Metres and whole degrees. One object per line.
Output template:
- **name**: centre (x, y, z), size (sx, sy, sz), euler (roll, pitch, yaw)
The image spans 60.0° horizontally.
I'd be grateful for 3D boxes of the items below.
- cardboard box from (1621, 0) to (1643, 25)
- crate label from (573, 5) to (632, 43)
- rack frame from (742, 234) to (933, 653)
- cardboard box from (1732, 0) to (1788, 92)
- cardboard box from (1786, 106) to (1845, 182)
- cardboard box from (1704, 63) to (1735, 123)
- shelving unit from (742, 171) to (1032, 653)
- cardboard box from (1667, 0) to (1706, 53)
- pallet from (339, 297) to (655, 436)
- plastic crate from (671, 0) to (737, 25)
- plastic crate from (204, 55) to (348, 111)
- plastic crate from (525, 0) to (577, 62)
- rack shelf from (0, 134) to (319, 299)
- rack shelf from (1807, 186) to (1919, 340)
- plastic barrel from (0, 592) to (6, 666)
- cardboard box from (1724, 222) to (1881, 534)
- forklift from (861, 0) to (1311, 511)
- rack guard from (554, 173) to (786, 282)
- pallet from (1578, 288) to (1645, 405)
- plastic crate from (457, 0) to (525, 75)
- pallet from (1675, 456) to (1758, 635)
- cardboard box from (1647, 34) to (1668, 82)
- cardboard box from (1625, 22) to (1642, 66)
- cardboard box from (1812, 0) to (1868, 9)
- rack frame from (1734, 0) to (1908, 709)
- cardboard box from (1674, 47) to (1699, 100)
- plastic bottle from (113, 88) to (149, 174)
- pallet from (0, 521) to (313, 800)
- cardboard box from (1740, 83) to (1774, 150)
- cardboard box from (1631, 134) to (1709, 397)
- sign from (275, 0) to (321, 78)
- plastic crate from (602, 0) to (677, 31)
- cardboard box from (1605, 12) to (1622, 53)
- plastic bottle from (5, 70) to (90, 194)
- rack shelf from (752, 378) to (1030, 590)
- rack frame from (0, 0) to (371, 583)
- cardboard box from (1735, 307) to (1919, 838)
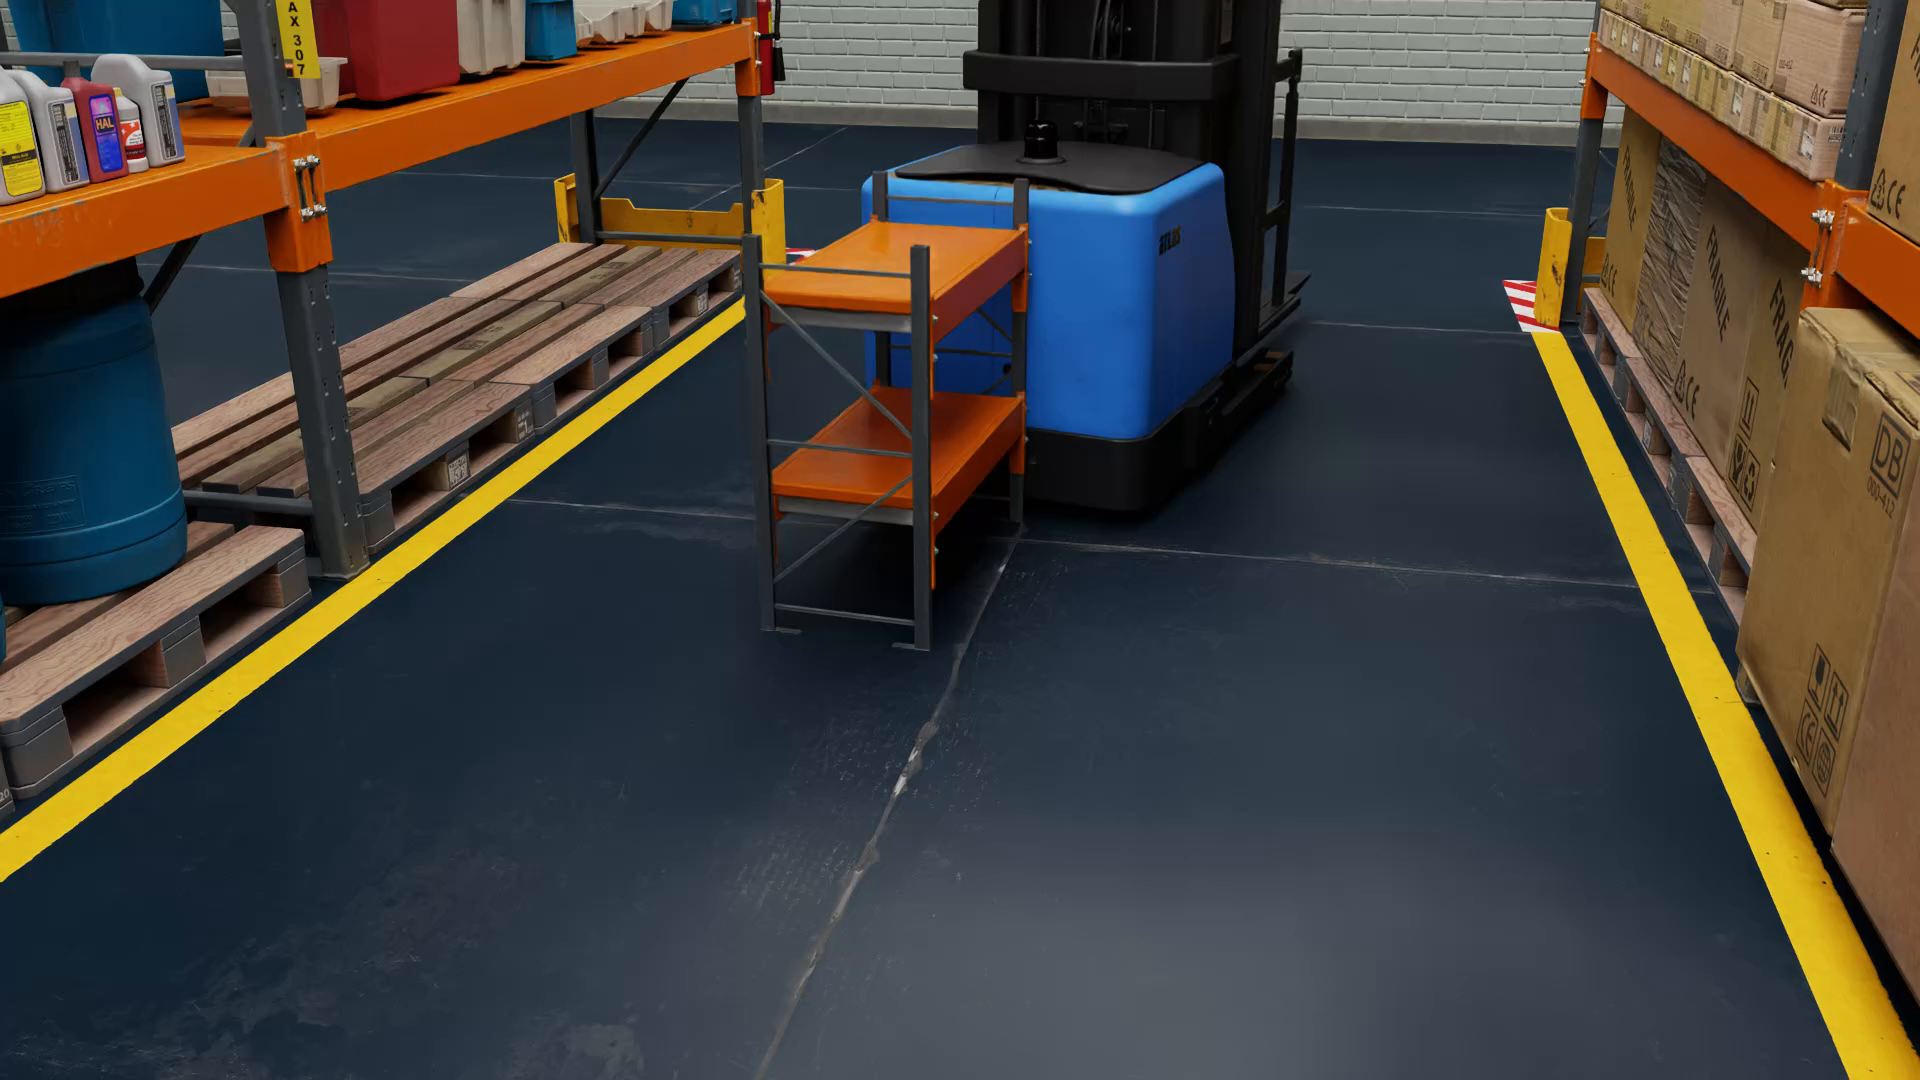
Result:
- **cardboard box**: centre (2.879, -2.131, 6.432), size (0.500, 0.250, 0.500), euler (4, 22, 10)
- **crate label**: centre (-1.603, -2.171, 7.001), size (0.396, 0.136, 0.243), euler (4, 22, 11)
- **rack frame**: centre (-0.320, -0.242, 4.448), size (0.500, 1.125, 0.032), euler (6, 23, 15)
- **cardboard box**: centre (2.461, -1.385, 4.579), size (0.500, 0.250, 0.500), euler (5, 23, 13)
- **cardboard box**: centre (2.266, -0.965, 4.071), size (0.380, 0.149, 0.250), euler (5, 22, 11)
- **cardboard box**: centre (2.476, -1.342, 5.006), size (0.380, 0.149, 0.250), euler (5, 22, 12)
- **shelving unit**: centre (-0.176, -0.424, 4.900), size (0.538, 1.125, 1.048), euler (6, 23, 15)
- **cardboard box**: centre (2.671, -1.756, 5.502), size (0.500, 0.250, 0.500), euler (4, 22, 10)
- **pallet**: centre (-1.965, -0.749, 6.930), size (1.003, 0.211, 1.213), euler (4, 22, 11)
- **plastic crate**: centre (-1.394, -2.693, 7.898), size (0.616, 0.435, 0.499), euler (4, 22, 11)
- **plastic crate**: centre (-2.089, -1.388, 5.057), size (0.396, 0.136, 0.243), euler (4, 22, 11)
- **plastic crate**: centre (-1.676, -1.965, 6.362), size (0.416, 0.233, 0.300), euler (4, 22, 11)
- **rack shelf**: centre (-2.732, -0.258, 2.941), size (1.077, 0.370, 4.000), euler (4, 22, 11)
- **rack shelf**: centre (2.116, 0.120, 2.004), size (1.077, 0.370, 4.000), euler (4, 22, 11)
- **plastic barrel**: centre (-2.596, -0.088, 3.803), size (0.600, 0.901, 0.708), euler (4, 22, 11)
- **cardboard box**: centre (2.737, -0.390, 4.588), size (0.875, 0.875, 0.875), euler (4, 22, 11)
- **forklift**: centre (0.733, -1.969, 6.320), size (1.130, 2.935, 3.031), euler (10, 24, 23)
- **rack guard**: centre (-1.516, -1.636, 8.747), size (1.175, 0.500, 0.348), euler (4, 22, 11)
- **pallet**: centre (3.254, -0.816, 7.098), size (1.003, 0.211, 1.213), euler (4, 22, 11)
- **plastic crate**: centre (-1.832, -1.840, 5.986), size (0.437, 0.282, 0.530), euler (4, 22, 11)
- **pallet**: centre (2.756, 0.076, 4.882), size (1.003, 0.211, 1.213), euler (4, 22, 11)
- **cardboard box**: centre (2.685, -1.717, 5.937), size (0.380, 0.149, 0.250), euler (4, 22, 10)
- **cardboard box**: centre (2.790, -1.904, 6.402), size (0.380, 0.149, 0.250), euler (4, 22, 10)
- **cardboard box**: centre (2.357, -1.550, 3.986), size (0.500, 0.500, 0.500), euler (5, 22, 12)
- **rack frame**: centre (2.525, -0.945, 3.686), size (1.000, 3.000, 0.127), euler (4, 22, 11)
- **cardboard box**: centre (2.581, -1.528, 5.469), size (0.380, 0.149, 0.250), euler (5, 22, 12)
- **plastic bottle**: centre (-2.085, -1.017, 4.131), size (0.097, 0.201, 0.097), euler (0, 22, 0)
- **pallet**: centre (-2.522, 0.250, 4.451), size (1.003, 0.211, 1.213), euler (4, 22, 11)
- **cardboard box**: centre (2.371, -1.153, 4.538), size (0.380, 0.149, 0.250), euler (4, 22, 10)
- **cardboard box**: centre (3.103, -1.044, 6.214), size (0.875, 0.875, 0.875), euler (4, 22, 11)
- **sign**: centre (-1.786, -1.409, 4.466), size (0.100, 0.325, 0.005), euler (4, 22, 11)
- **plastic crate**: centre (-1.497, -2.379, 7.519), size (0.396, 0.136, 0.243), euler (4, 22, 11)
- **cardboard box**: centre (2.894, -2.093, 6.872), size (0.380, 0.149, 0.250), euler (4, 22, 10)
- **plastic bottle**: centre (-2.163, -0.963, 3.895), size (0.152, 0.276, 0.135), euler (4, 22, 11)
- **rack shelf**: centre (-0.176, -0.197, 4.991), size (0.538, 0.278, 1.000), euler (6, 23, 15)
- **rack frame**: centre (-2.324, -1.323, 4.623), size (1.000, 3.000, 0.127), euler (4, 22, 11)
- **cardboard box**: centre (2.413, 0.081, 3.419), size (1.225, 0.875, 0.875), euler (5, 22, 11)
